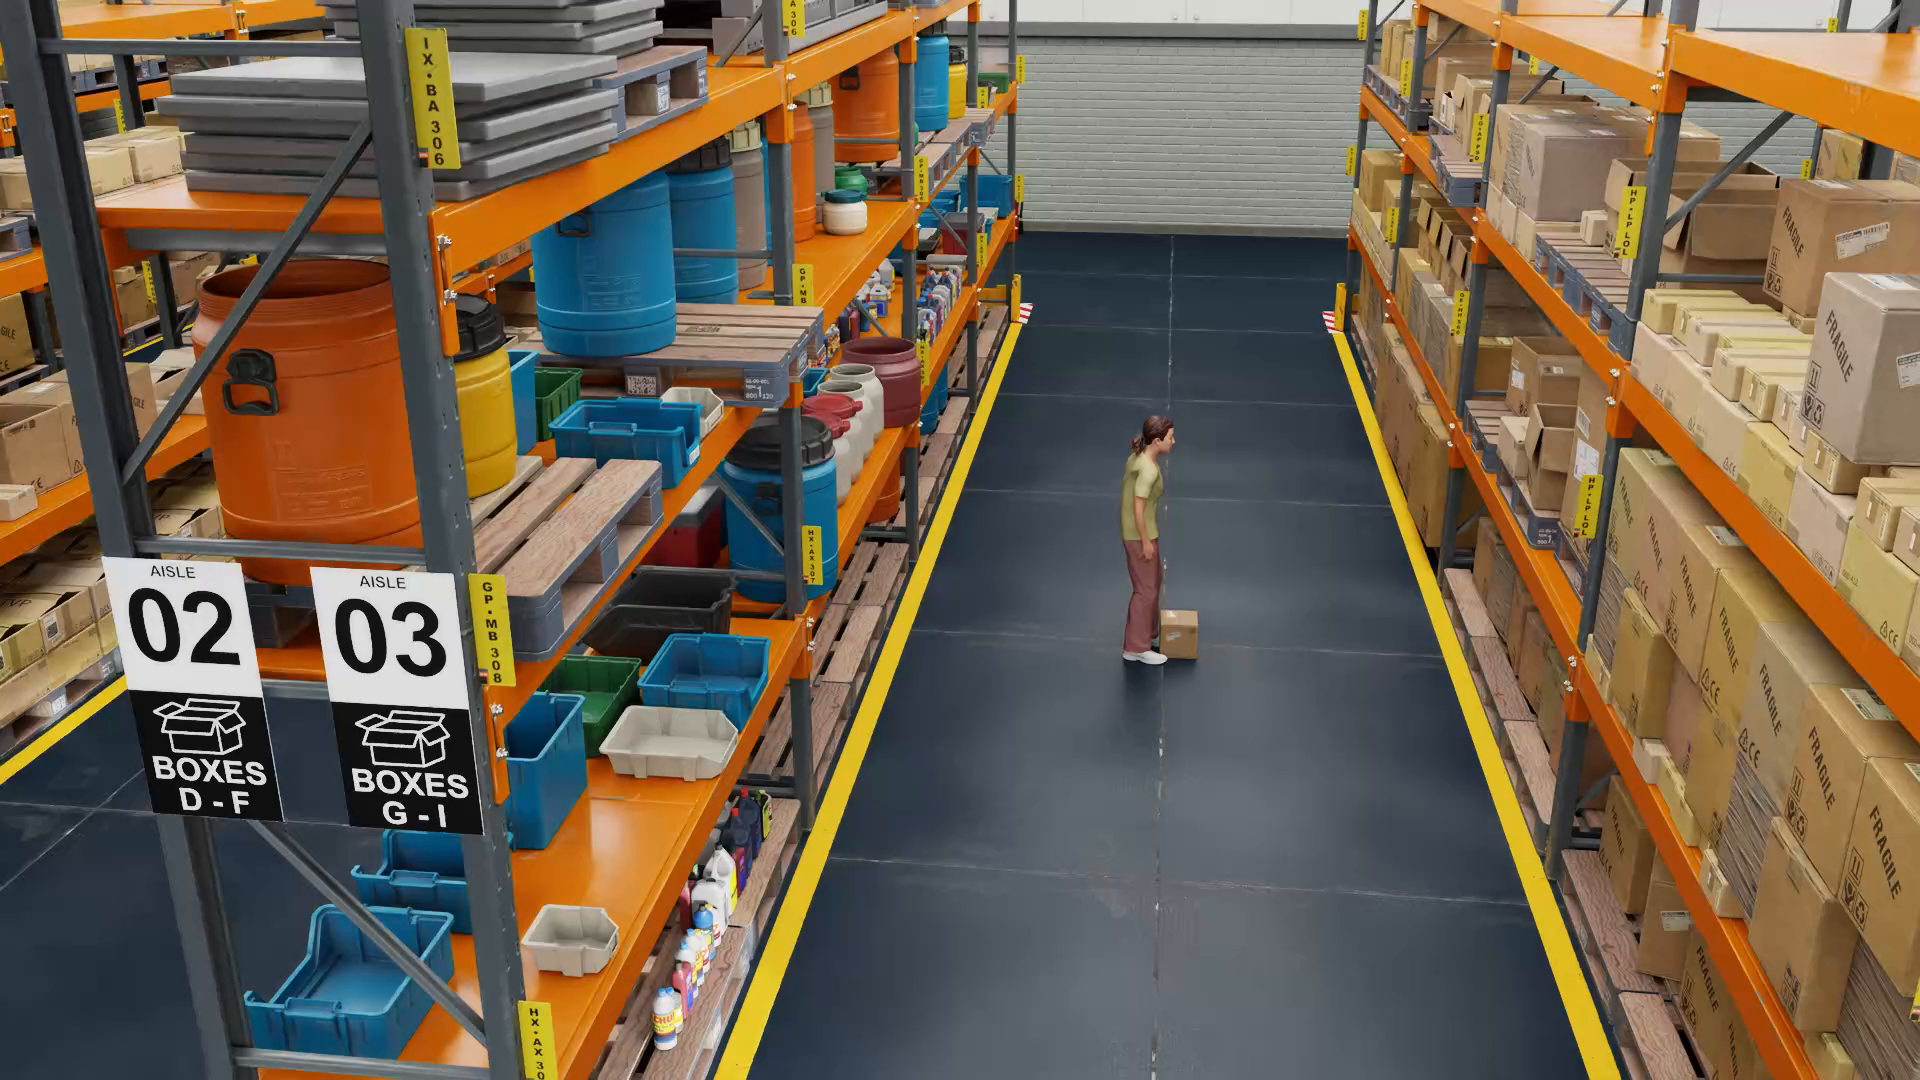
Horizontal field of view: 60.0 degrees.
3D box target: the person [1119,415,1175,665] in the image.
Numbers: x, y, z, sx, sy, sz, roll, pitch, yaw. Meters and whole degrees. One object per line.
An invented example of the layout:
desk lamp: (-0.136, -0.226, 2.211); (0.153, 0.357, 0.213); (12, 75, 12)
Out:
person: (1.274, -0.025, 11.150); (0.416, 1.671, 0.514); (1, 21, 3)
